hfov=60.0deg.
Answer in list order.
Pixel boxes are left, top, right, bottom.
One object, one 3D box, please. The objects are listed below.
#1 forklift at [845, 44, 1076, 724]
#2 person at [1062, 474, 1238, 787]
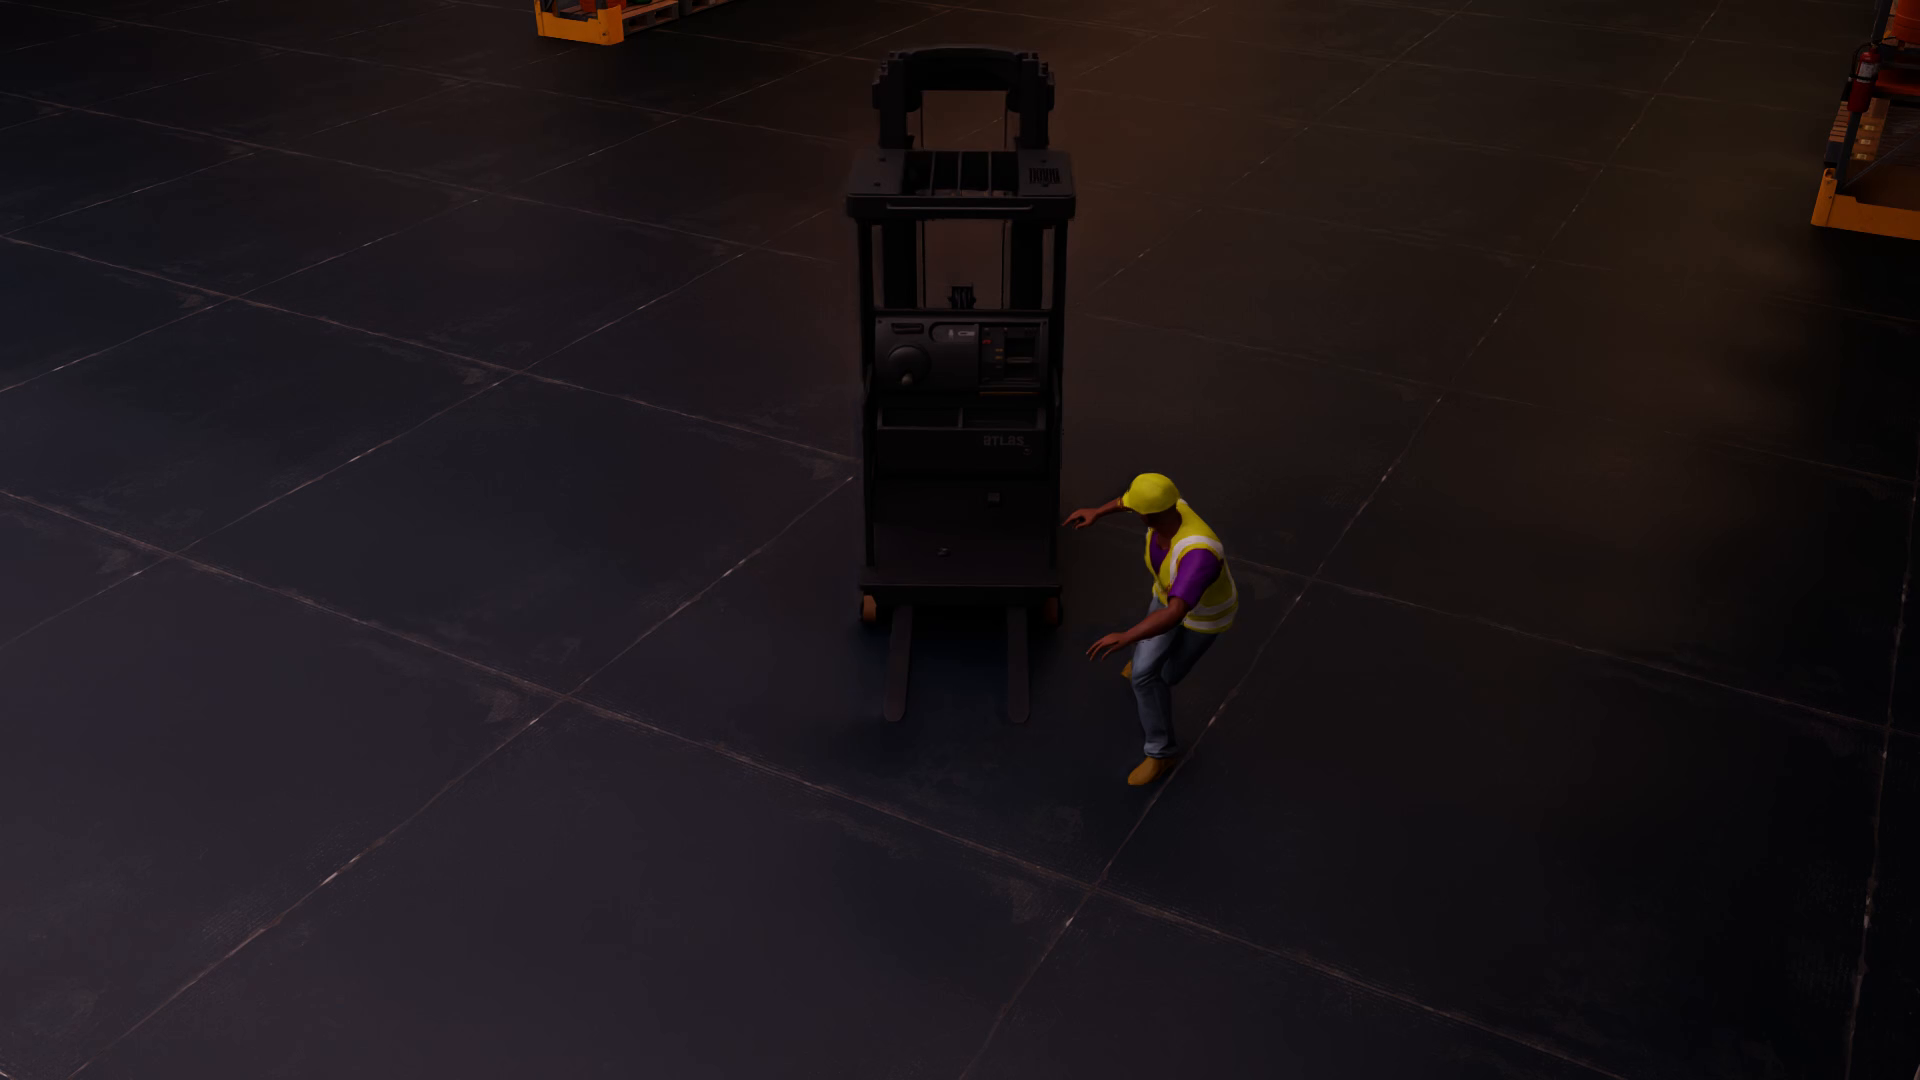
[{"bbox_3d":[0.009,-0.954,8.724,1.130,2.935,3.031,0,30,1],"label":"forklift"},{"bbox_3d":[0.796,0.337,7.924,0.966,1.553,1.166,24,38,35],"label":"person"}]
